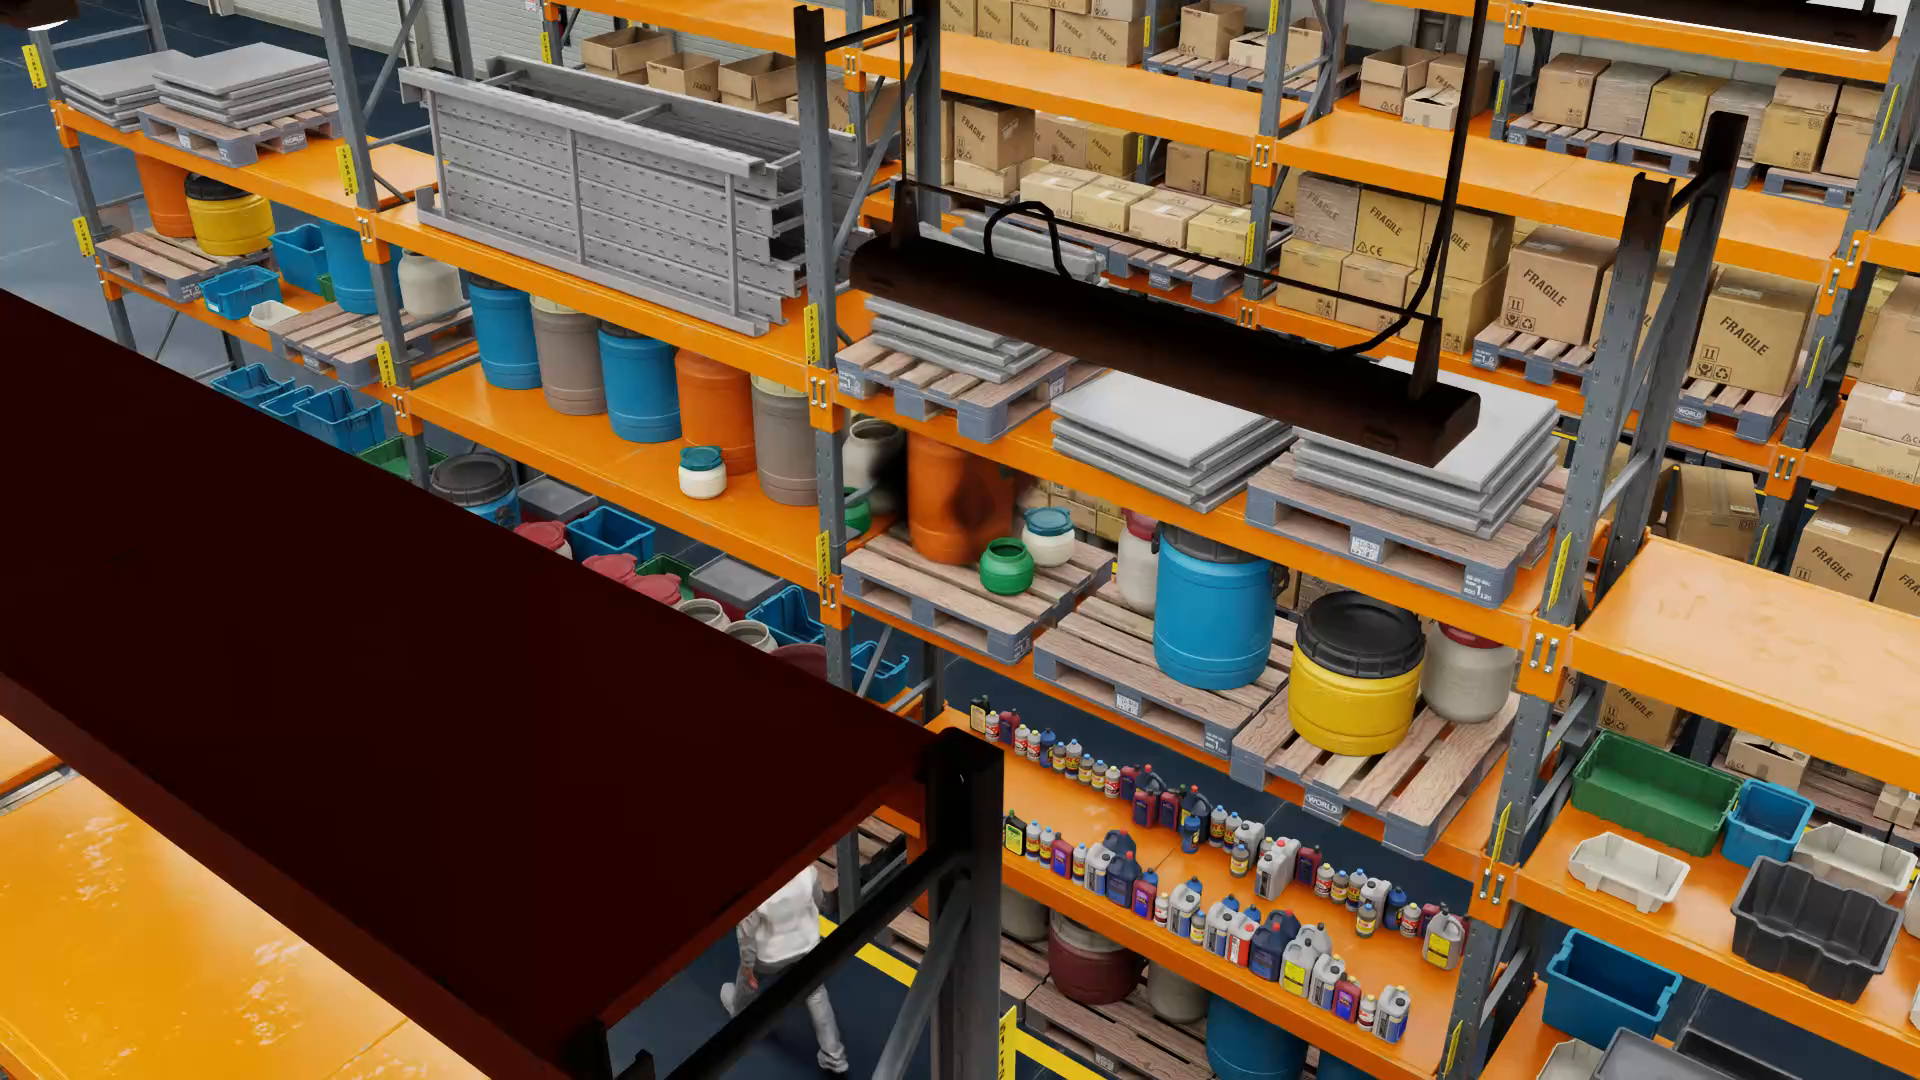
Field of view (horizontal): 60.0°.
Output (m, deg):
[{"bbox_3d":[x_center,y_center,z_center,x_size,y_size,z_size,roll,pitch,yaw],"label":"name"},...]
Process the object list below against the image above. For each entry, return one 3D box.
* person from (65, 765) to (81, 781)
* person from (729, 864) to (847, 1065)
[{"bbox_3d":[-5.512,1.890,10.744,0.703,1.636,0.526,1,31,2],"label":"person"},{"bbox_3d":[-1.035,2.359,9.717,0.572,1.685,0.799,-12,34,-19],"label":"person"}]
